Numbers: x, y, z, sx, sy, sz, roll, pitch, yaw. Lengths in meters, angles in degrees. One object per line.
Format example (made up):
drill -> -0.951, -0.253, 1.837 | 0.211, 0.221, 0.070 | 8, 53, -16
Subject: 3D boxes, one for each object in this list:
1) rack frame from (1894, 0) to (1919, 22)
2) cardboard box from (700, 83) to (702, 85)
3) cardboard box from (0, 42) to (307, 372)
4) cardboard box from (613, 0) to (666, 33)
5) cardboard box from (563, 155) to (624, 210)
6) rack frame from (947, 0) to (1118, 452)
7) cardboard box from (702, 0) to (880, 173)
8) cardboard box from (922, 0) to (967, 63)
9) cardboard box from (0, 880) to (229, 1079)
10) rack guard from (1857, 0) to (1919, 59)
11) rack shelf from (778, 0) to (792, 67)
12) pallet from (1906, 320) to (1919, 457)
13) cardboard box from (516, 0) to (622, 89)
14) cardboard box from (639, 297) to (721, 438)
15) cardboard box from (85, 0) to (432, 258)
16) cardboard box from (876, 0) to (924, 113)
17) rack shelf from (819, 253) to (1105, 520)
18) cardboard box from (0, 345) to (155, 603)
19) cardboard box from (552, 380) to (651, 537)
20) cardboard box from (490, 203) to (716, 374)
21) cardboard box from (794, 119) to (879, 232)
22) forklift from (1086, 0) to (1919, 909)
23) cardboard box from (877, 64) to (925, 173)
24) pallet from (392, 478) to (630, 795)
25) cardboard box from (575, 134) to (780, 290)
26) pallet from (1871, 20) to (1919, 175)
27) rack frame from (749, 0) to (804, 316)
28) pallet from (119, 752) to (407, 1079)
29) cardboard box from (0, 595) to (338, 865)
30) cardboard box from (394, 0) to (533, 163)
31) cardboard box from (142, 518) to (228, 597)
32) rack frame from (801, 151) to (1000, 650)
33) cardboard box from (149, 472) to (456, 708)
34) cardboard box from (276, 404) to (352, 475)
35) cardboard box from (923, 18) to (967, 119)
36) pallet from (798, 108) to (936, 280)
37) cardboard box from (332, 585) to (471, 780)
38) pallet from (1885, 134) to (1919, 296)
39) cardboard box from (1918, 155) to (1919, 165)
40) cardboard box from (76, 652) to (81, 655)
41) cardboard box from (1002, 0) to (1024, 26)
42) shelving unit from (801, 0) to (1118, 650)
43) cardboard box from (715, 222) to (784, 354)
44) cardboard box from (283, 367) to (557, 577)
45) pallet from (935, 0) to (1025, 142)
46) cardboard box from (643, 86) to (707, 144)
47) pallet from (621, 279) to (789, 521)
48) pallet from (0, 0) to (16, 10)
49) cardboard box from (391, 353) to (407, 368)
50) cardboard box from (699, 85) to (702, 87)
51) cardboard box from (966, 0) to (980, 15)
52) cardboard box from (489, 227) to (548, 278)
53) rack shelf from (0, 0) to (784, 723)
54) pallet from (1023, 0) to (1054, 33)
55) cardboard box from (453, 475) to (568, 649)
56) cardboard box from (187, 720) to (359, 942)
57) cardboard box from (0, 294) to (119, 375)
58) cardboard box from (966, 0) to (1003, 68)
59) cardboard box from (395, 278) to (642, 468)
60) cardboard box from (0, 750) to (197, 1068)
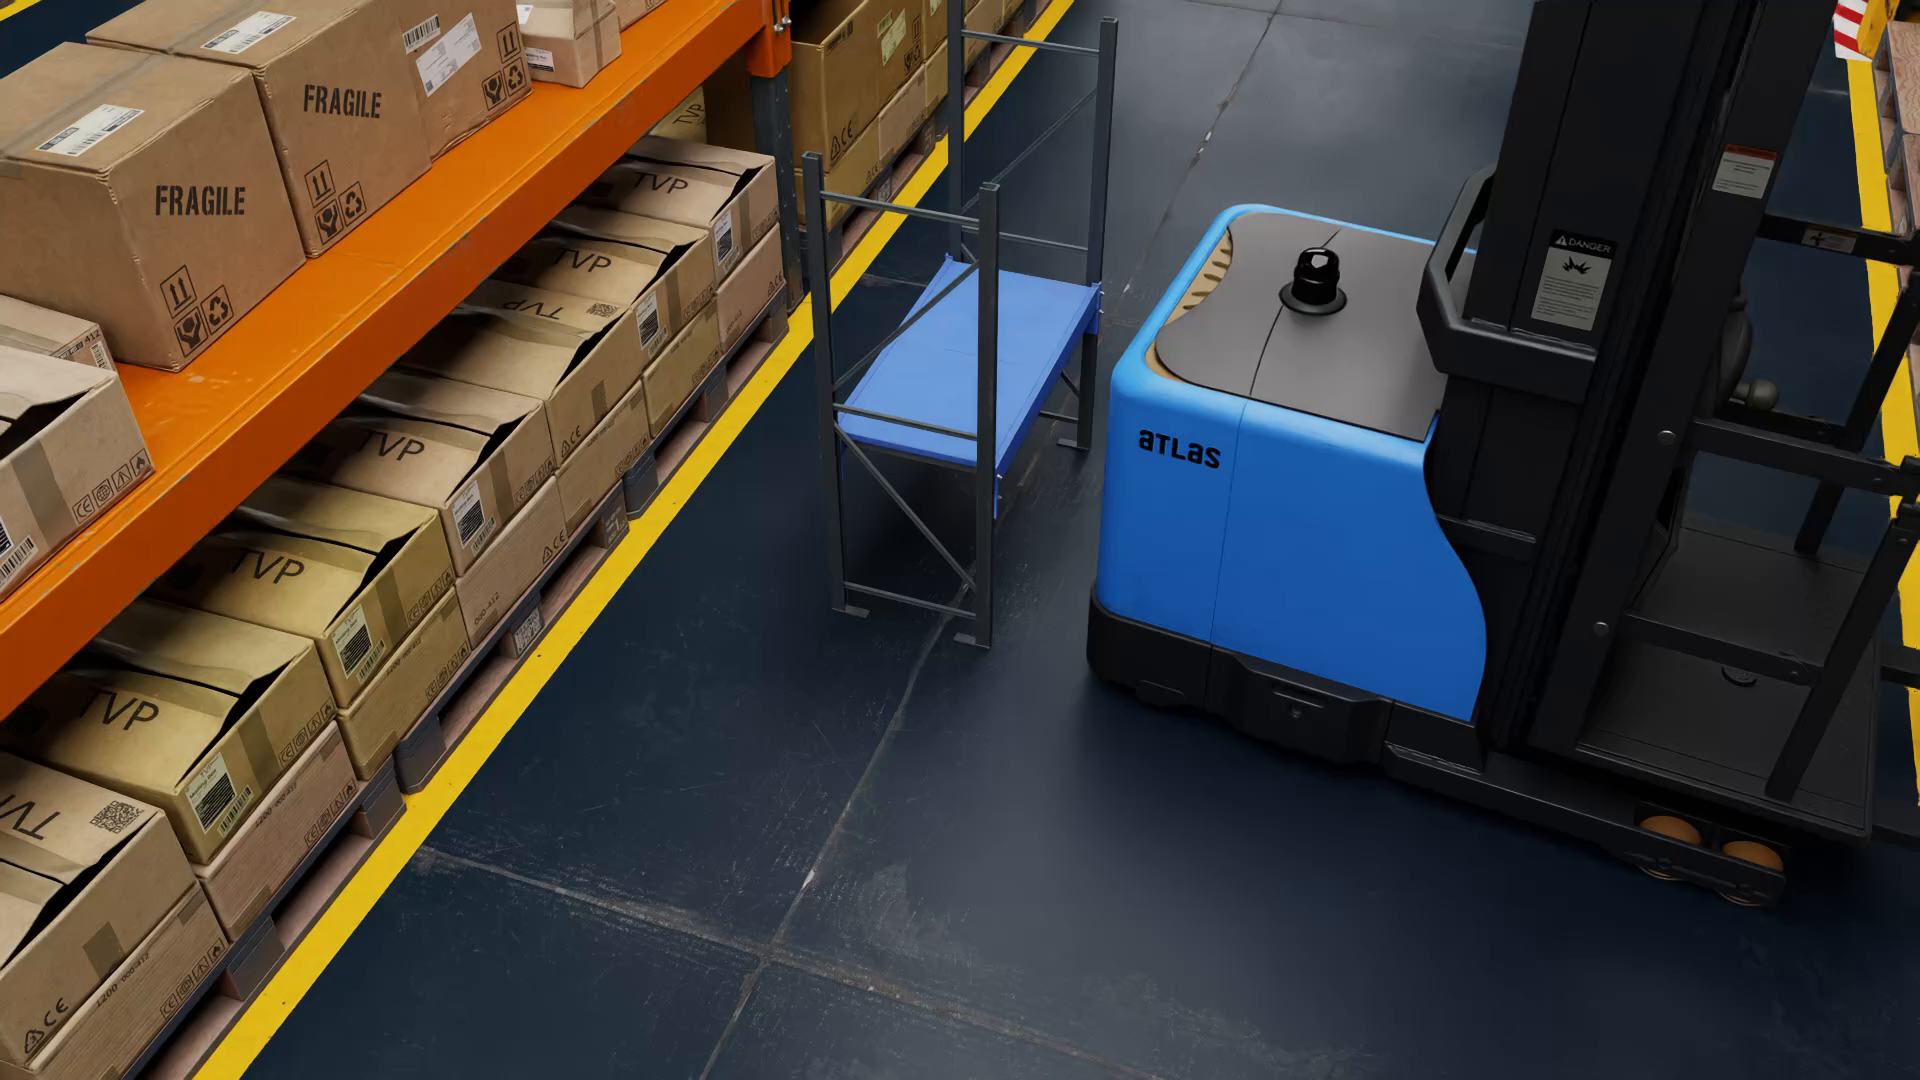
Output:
rack frame -> 4.941, -3.475, 7.012 | 1.000, 3.000, 0.127 | 13, 42, 15
cardboard box -> -0.948, -2.165, 6.694 | 0.500, 0.500, 0.500 | 13, 42, 15
cardboard box -> -1.893, -0.758, 3.750 | 0.500, 0.500, 0.500 | 11, 42, 13
cardboard box -> -1.211, -1.765, 5.124 | 0.500, 0.250, 0.500 | 16, 43, 18
cardboard box -> -1.459, -1.263, 5.782 | 0.500, 0.311, 0.500 | 13, 42, 15
rack frame -> 0.203, -0.933, 5.188 | 0.500, 1.500, 0.032 | 13, 42, 15
cardboard box -> -0.631, -1.745, 6.201 | 0.500, 0.500, 0.500 | 13, 42, 15
cardboard box -> -0.289, -2.355, 6.916 | 0.500, 0.500, 0.500 | 13, 42, 15
cardboard box -> -1.996, 0.939, 3.633 | 0.500, 0.250, 0.500 | 13, 42, 15
rack guard -> 4.915, -2.478, 7.769 | 1.175, 0.500, 0.348 | 13, 42, 15
rack shelf -> -0.400, -3.078, 7.101 | 1.077, 0.370, 4.000 | 13, 42, 15
pallet -> 3.769, -0.392, 5.547 | 1.003, 0.211, 1.213 | 13, 42, 15
cardboard box -> -1.212, -1.504, 4.805 | 0.396, 0.266, 0.258 | 12, 42, 14
cardboard box -> -1.128, -0.621, 5.461 | 0.500, 0.250, 0.500 | 13, 42, 14
cardboard box -> -1.713, -1.079, 4.126 | 0.500, 0.500, 0.500 | 13, 42, 15
cardboard box -> -0.467, -2.051, 6.561 | 0.500, 0.500, 0.500 | 13, 42, 15
rack shelf -> 0.029, -0.486, 4.941 | 0.538, 0.185, 1.000 | 13, 42, 15
cardboard box -> -1.964, -0.161, 3.197 | 0.500, 0.311, 0.500 | 13, 42, 15
cardboard box -> -1.302, -0.309, 5.095 | 0.500, 0.250, 0.500 | 14, 42, 16
cardboard box -> -1.125, -0.830, 5.275 | 0.500, 0.311, 0.500 | 14, 43, 16
cardboard box -> -0.640, -1.462, 6.447 | 0.500, 0.250, 0.500 | 13, 42, 15
forklift -> 1.921, -0.594, 3.687 | 3.031, 2.935, 1.130 | 17, 43, 18
cardboard box -> -0.464, -1.765, 6.803 | 0.500, 0.250, 0.500 | 13, 42, 15
pallet -> -1.714, 0.133, 4.931 | 1.003, 0.211, 1.213 | 13, 42, 15
cardboard box -> -0.953, -1.149, 5.648 | 0.500, 0.311, 0.500 | 13, 42, 15
pallet -> 4.604, -1.880, 7.291 | 1.003, 0.211, 1.213 | 13, 42, 15
rack frame -> -1.084, -2.132, 5.438 | 1.000, 3.000, 0.127 | 13, 42, 15
pallet -> -2.133, 0.875, 4.062 | 1.003, 0.211, 1.213 | 13, 42, 15
cardboard box -> -1.825, 0.404, 3.829 | 0.500, 0.311, 0.500 | 12, 42, 14
cardboard box -> -1.542, -1.384, 4.484 | 0.500, 0.500, 0.500 | 16, 43, 18
cardboard box -> -2.157, -0.020, 4.325 | 0.500, 0.311, 0.500 | 13, 42, 15
rack frame -> -0.145, -0.313, 4.461 | 0.500, 1.500, 0.032 | 13, 42, 15
cardboard box -> -1.648, 0.093, 4.193 | 0.500, 0.311, 0.500 | 12, 42, 14
cardboard box -> -1.983, -0.325, 4.682 | 0.500, 0.311, 0.500 | 14, 43, 16
cardboard box -> -0.288, -2.069, 7.159 | 0.500, 0.250, 0.500 | 13, 42, 15
pallet -> -0.772, -1.547, 6.901 | 1.003, 0.211, 1.213 | 13, 42, 15
cardboard box -> -1.653, 0.314, 4.366 | 0.500, 0.250, 0.500 | 12, 42, 14
pallet -> 4.185, -1.138, 6.422 | 1.003, 0.211, 1.213 | 13, 42, 15
cardboard box -> 4.127, -1.505, 6.290 | 0.700, 0.500, 0.500 | 11, 42, 12
cardboard box -> -2.332, 0.288, 3.965 | 0.500, 0.311, 0.500 | 13, 42, 14
cardboard box -> 0.050, -2.680, 7.875 | 0.500, 0.250, 0.500 | 13, 42, 15
shelving unit -> 0.029, -0.623, 4.824 | 0.538, 1.500, 1.048 | 13, 42, 15
cardboard box -> -0.953, -0.929, 5.822 | 0.500, 0.250, 0.500 | 13, 42, 15
cardboard box -> -1.473, -0.220, 4.560 | 0.500, 0.311, 0.500 | 13, 42, 15
pallet -> -0.357, -2.294, 7.776 | 1.003, 0.211, 1.213 | 13, 42, 15
cardboard box -> -1.130, -1.577, 6.583 | 0.500, 0.250, 0.500 | 13, 42, 15
pallet -> -1.299, -0.613, 5.806 | 1.003, 0.211, 1.213 | 13, 42, 15
pallet -> -5.468, -2.574, 8.104 | 1.003, 0.211, 1.213 | 13, 42, 15
cardboard box -> -1.811, -0.643, 5.055 | 0.500, 0.311, 0.500 | 12, 42, 14
cardboard box -> -0.950, -1.880, 6.938 | 0.500, 0.250, 0.500 | 13, 42, 15
cardboard box -> -0.120, -2.660, 7.274 | 0.500, 0.500, 0.500 | 13, 42, 15
cardboard box -> -1.635, -0.958, 5.425 | 0.500, 0.311, 0.500 | 13, 42, 15
rack shelf -> -1.767, -0.639, 4.242 | 1.077, 0.370, 4.000 | 13, 42, 15
pallet -> 0.062, -3.036, 8.645 | 1.003, 0.211, 1.213 | 13, 42, 15
cardboard box -> -1.477, 0.002, 4.732 | 0.500, 0.250, 0.500 | 14, 42, 16
cardboard box -> -1.825, 0.633, 3.992 | 0.500, 0.250, 0.500 | 12, 42, 14
cardboard box -> -2.068, -0.387, 3.587 | 0.380, 0.149, 0.250 | 16, 43, 18
cardboard box -> -0.123, -2.376, 7.518 | 0.500, 0.250, 0.500 | 13, 42, 15
cardboard box -> -1.298, -0.526, 4.919 | 0.500, 0.311, 0.500 | 13, 42, 15
cardboard box -> -1.996, 0.726, 3.451 | 0.500, 0.311, 0.500 | 15, 43, 17
